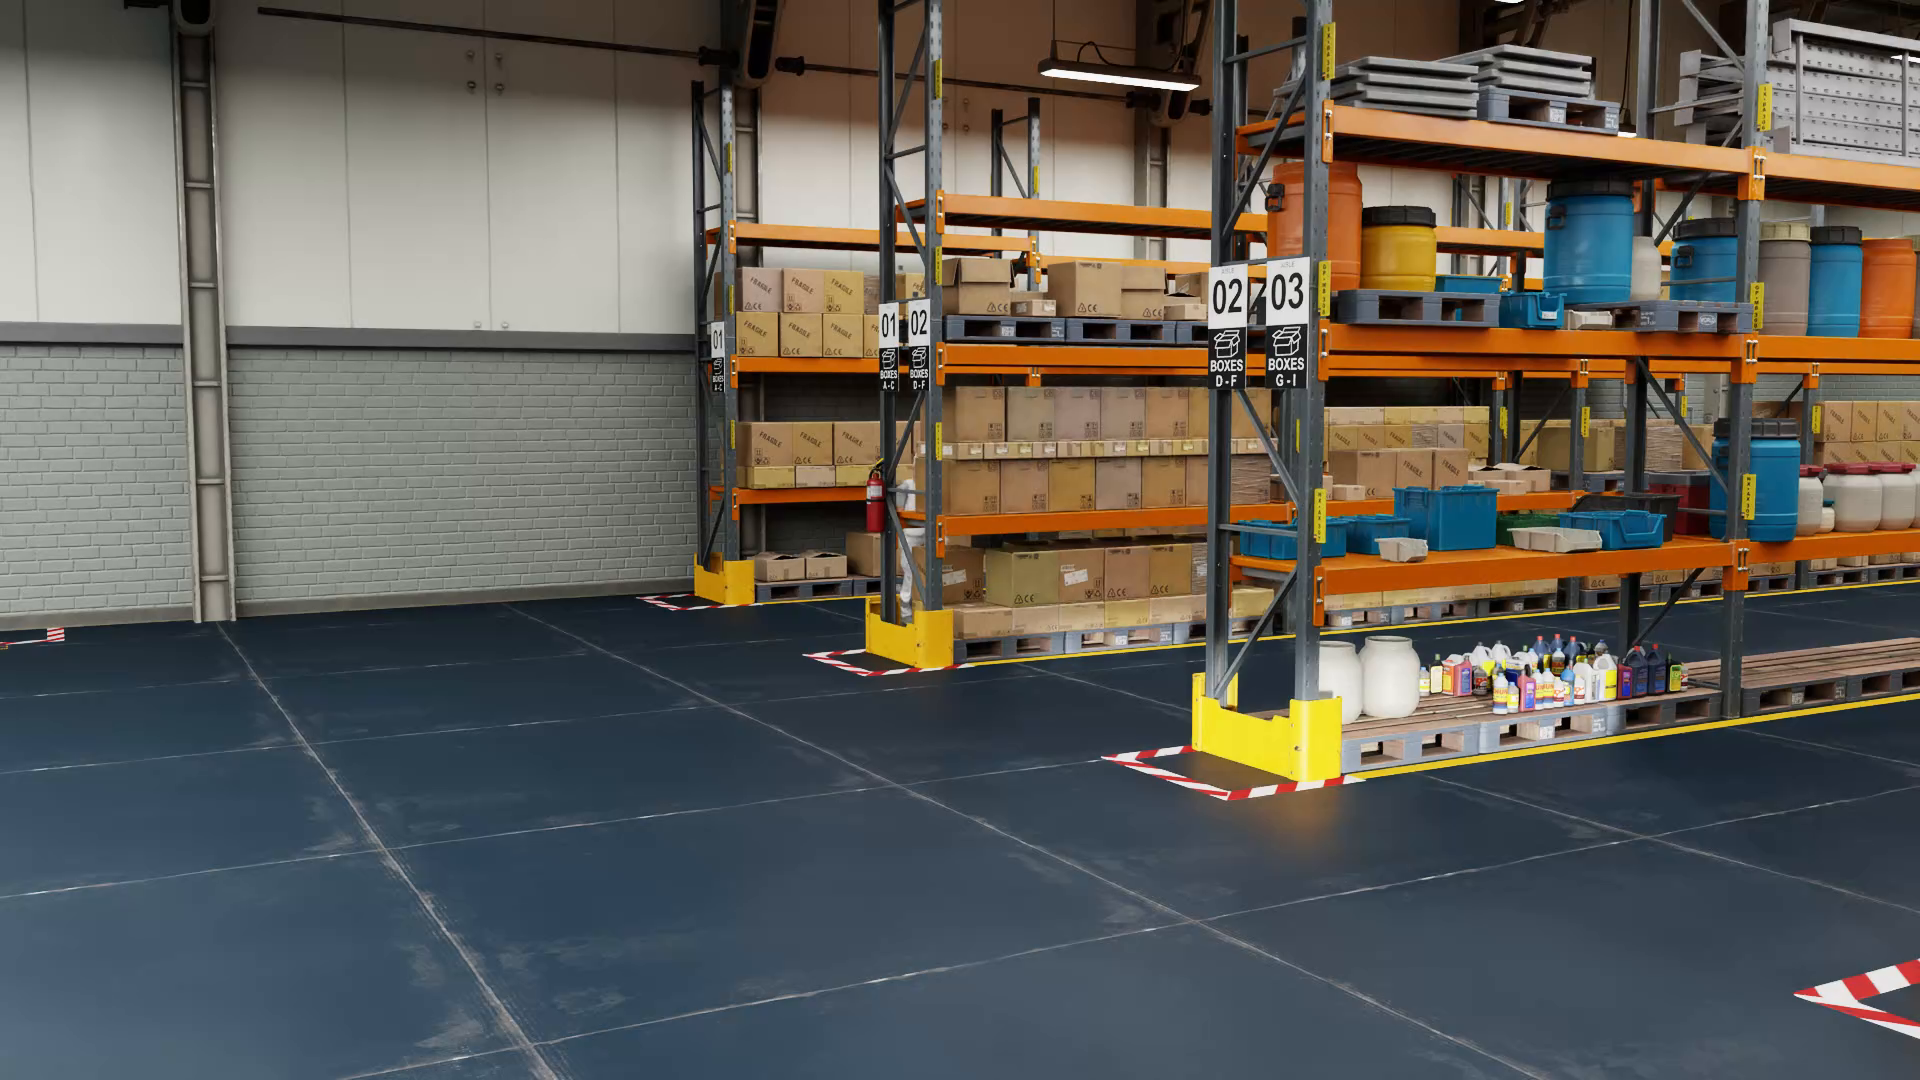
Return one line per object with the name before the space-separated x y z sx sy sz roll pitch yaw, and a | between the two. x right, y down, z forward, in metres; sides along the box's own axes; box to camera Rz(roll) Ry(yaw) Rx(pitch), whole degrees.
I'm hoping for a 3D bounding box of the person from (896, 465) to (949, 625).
person | -0.389 -0.005 17.298 0.536 1.757 0.414 -3 6 -27
